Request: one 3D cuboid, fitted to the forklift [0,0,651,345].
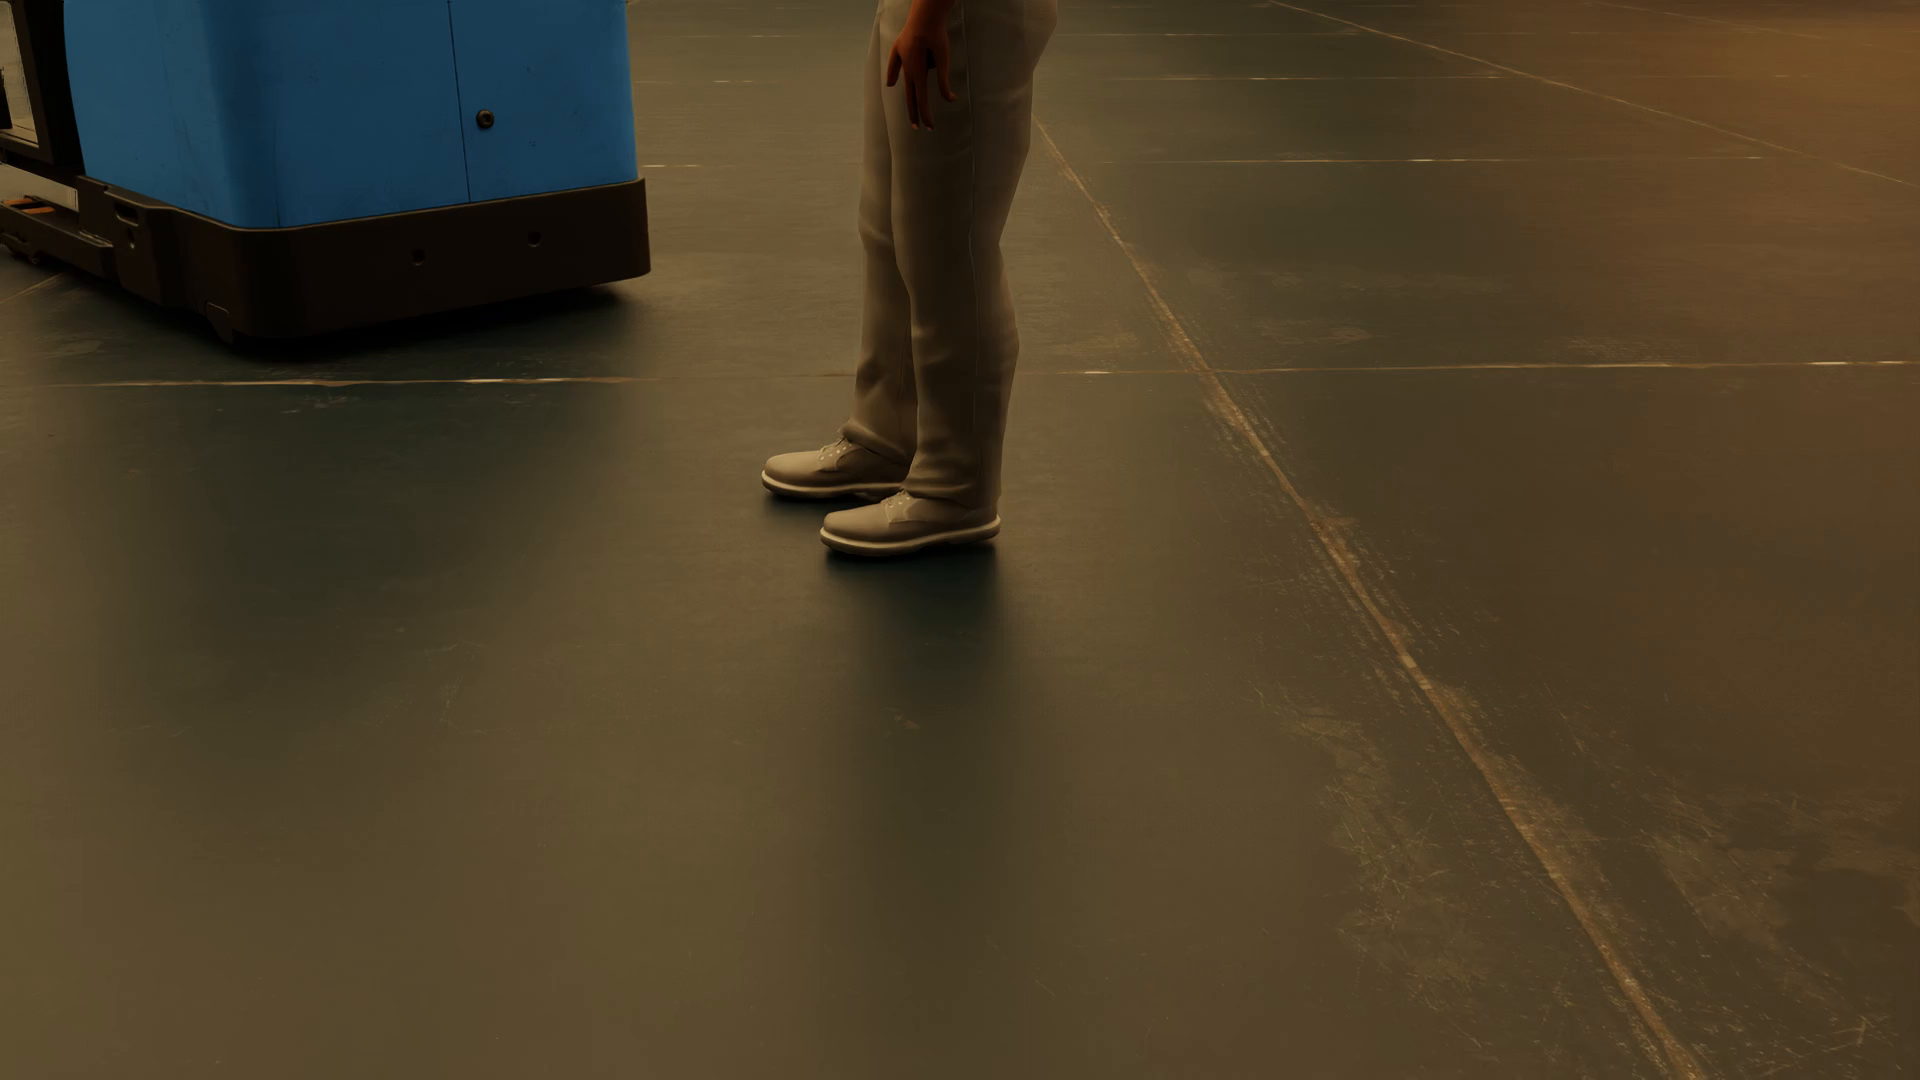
[{"bbox_3d":[-2.186,-2.257,4.475,1.130,2.935,3.031,-19,29,-40],"label":"forklift"}]

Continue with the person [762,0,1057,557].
[{"bbox_3d":[-0.076,-0.802,2.440,0.528,1.695,0.569,-1,21,-3],"label":"person"}]
